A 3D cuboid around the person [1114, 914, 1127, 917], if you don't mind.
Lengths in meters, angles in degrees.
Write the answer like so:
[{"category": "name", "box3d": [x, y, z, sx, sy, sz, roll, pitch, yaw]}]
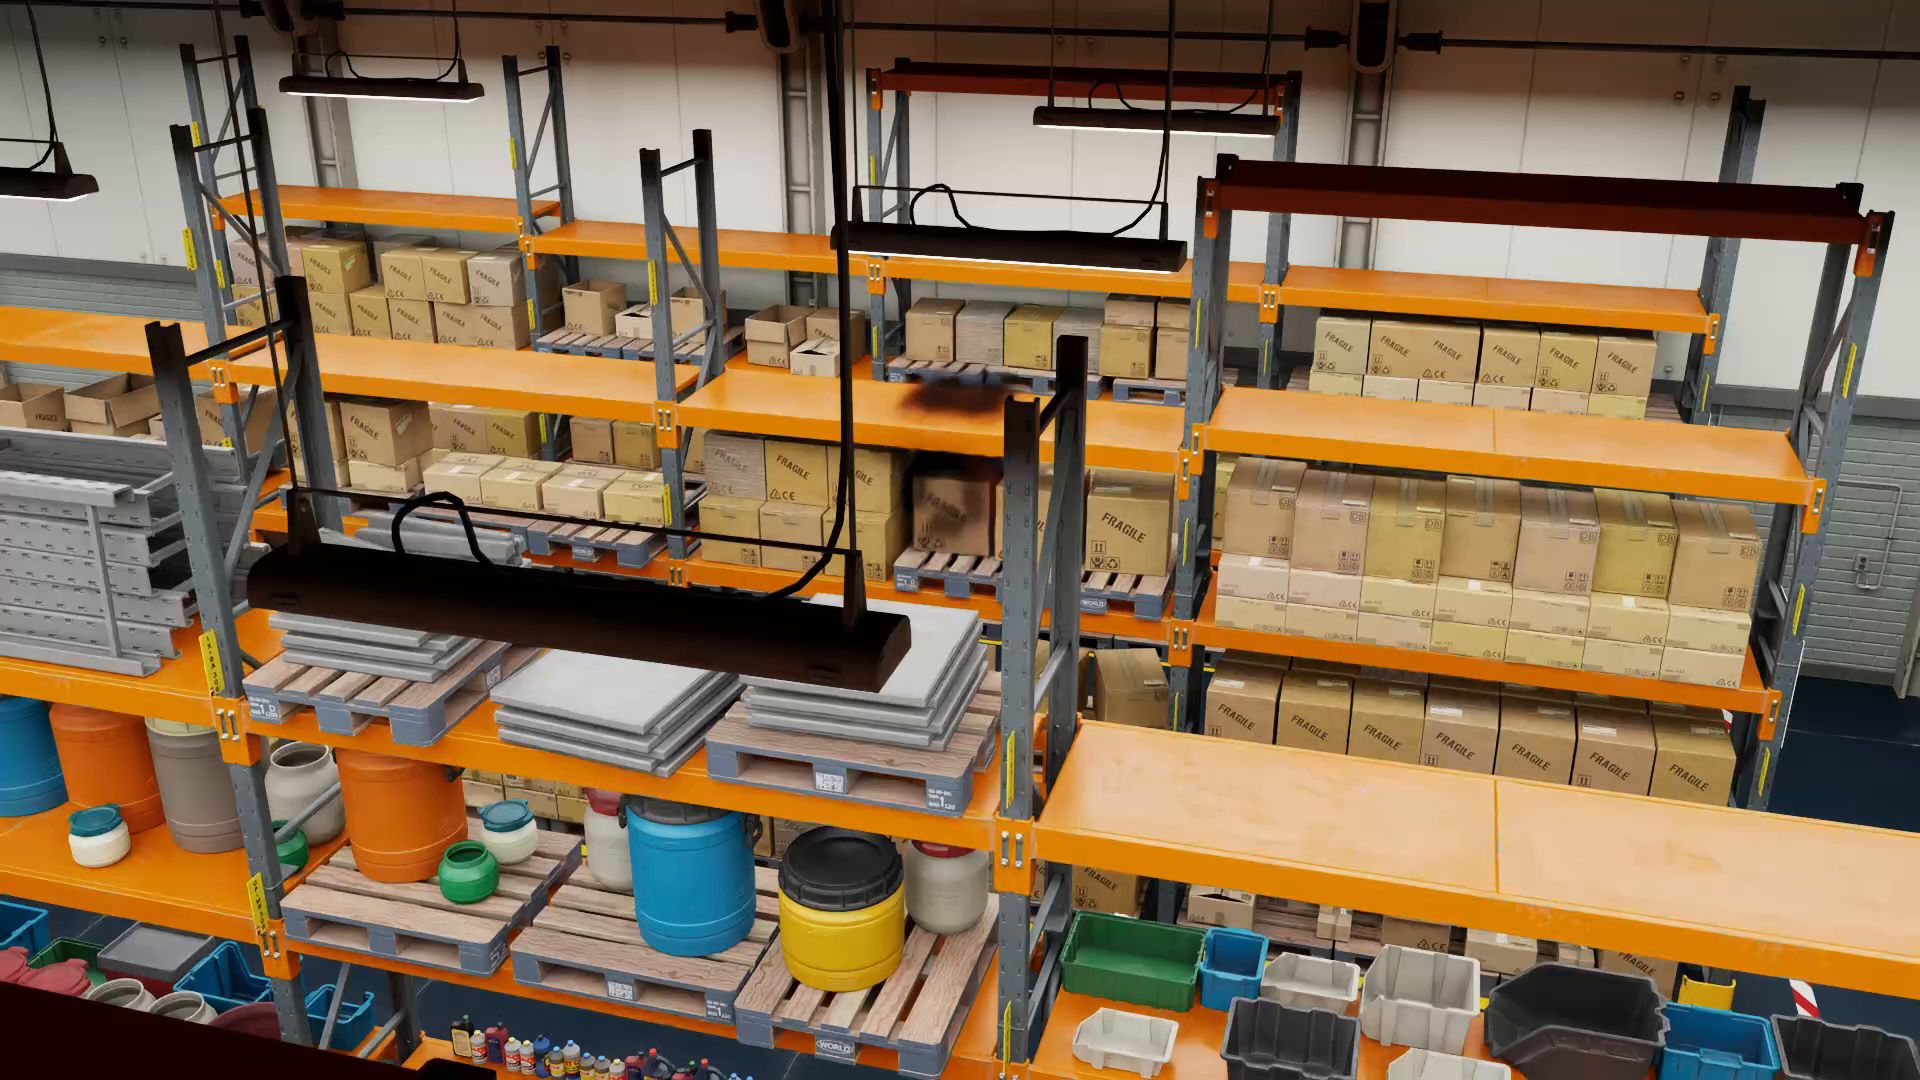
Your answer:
[{"category": "person", "box3d": [0.978, 3.168, 10.701, 0.544, 1.784, 0.403, 10, 24, 22]}]
